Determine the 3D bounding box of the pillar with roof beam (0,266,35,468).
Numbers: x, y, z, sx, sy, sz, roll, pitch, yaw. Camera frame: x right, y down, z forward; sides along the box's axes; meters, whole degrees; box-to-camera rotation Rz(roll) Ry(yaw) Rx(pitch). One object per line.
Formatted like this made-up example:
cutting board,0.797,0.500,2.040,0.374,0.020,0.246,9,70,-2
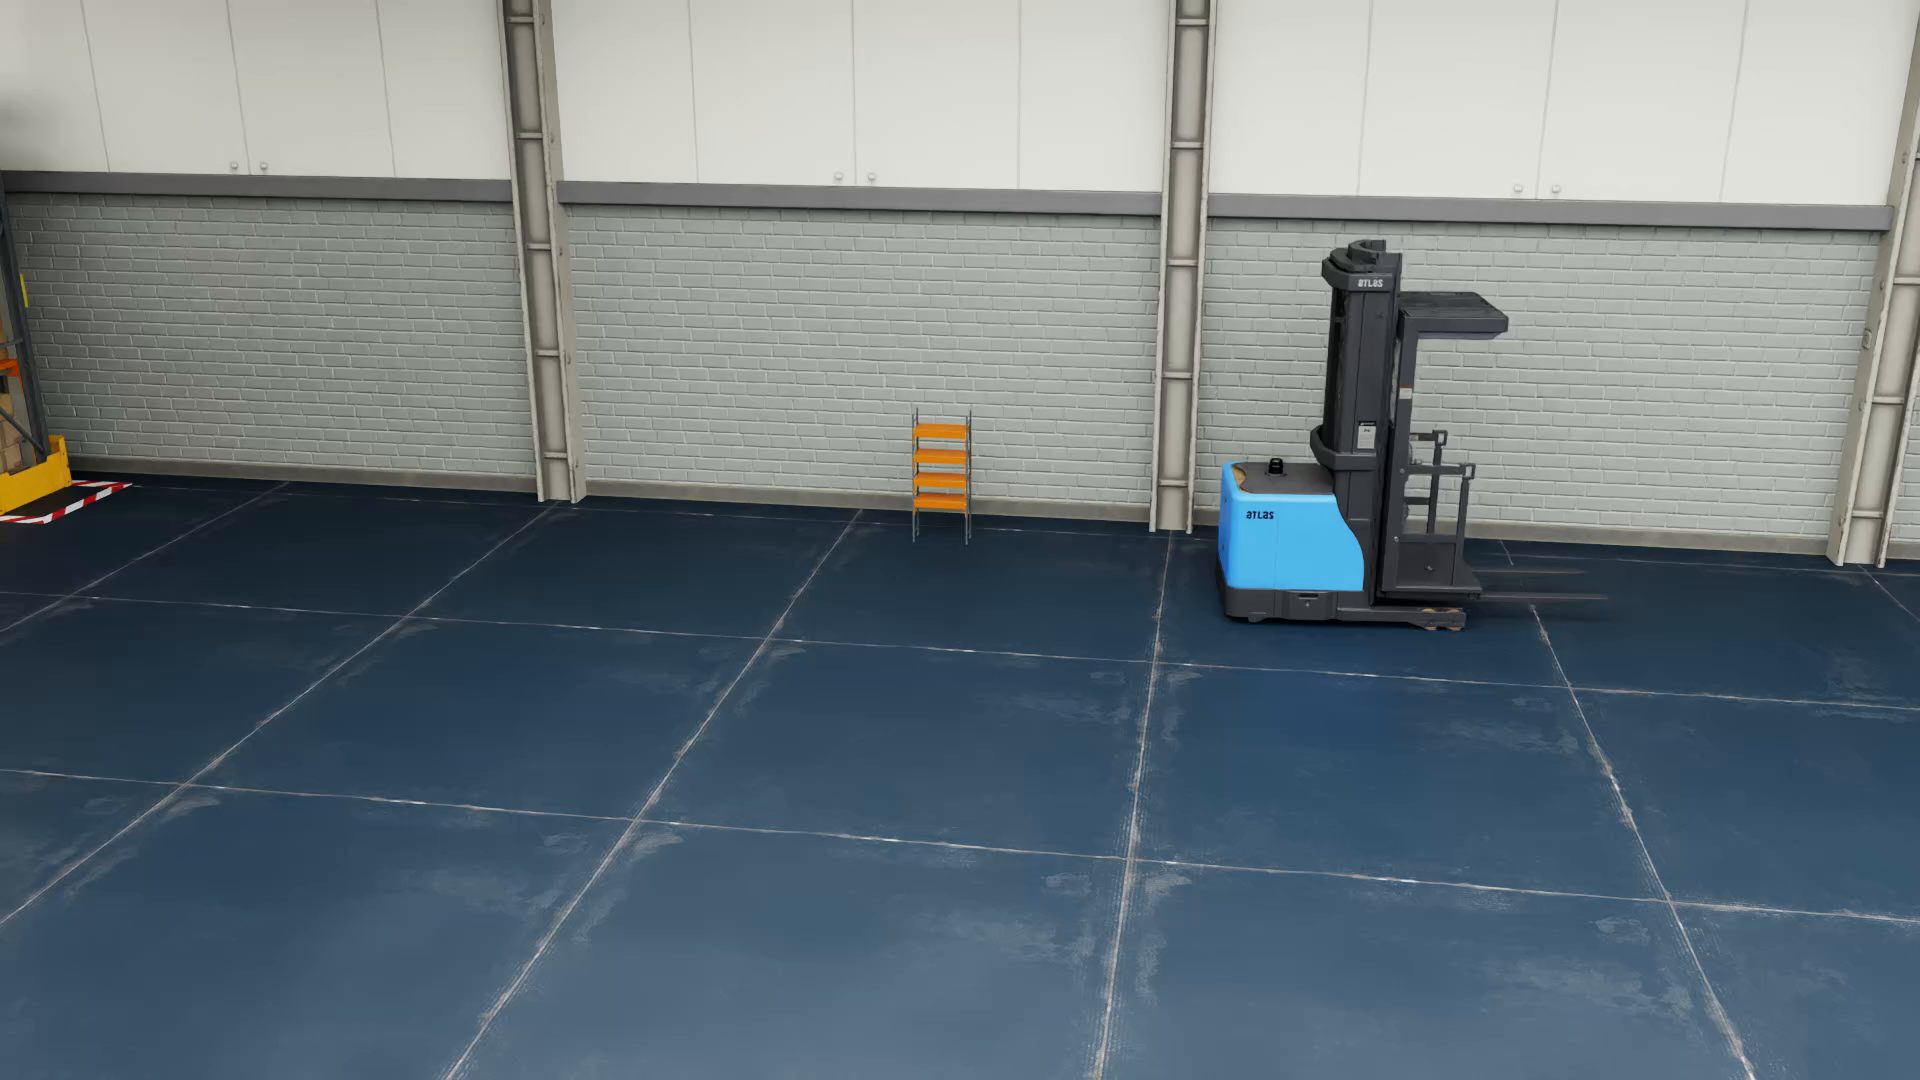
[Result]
pillar with roof beam,-10.549,-3.641,11.950,0.400,9.000,9.100,3,19,9

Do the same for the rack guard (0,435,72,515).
rack guard,-9.298,-0.641,16.377,0.348,0.500,1.175,3,19,9

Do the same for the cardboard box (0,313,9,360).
cardboard box,-9.766,-1.987,16.303,0.500,0.500,0.500,4,19,10

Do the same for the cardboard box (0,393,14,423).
cardboard box,-9.766,-1.280,16.445,0.500,0.250,0.500,3,19,8

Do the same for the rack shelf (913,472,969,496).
rack shelf,-0.163,-0.514,15.106,0.480,0.148,0.258,3,19,9

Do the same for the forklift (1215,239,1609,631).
forklift,3.648,-0.849,13.170,3.031,2.935,1.130,1,19,3

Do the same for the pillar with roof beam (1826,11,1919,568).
pillar with roof beam,7.224,-2.735,9.243,0.400,9.000,9.100,3,19,9

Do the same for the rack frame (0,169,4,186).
rack frame,-9.321,-4.672,15.033,0.127,3.000,1.000,3,19,9

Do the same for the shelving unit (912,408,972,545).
shelving unit,-0.163,-0.577,15.084,0.503,1.200,0.258,3,19,9

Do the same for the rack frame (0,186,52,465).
rack frame,-9.321,-1.827,15.984,0.127,3.000,1.000,3,19,9

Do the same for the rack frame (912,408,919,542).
rack frame,-0.404,-0.590,15.121,0.015,1.200,0.240,3,19,9

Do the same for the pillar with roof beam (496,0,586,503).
pillar with roof beam,-4.625,-3.339,11.048,0.400,9.000,9.100,3,19,9

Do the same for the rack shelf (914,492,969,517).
rack shelf,-0.163,-0.325,15.169,0.480,0.148,0.258,3,19,9

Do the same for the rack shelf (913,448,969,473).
rack shelf,-0.163,-0.726,15.035,0.480,0.148,0.258,3,19,9

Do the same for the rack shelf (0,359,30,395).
rack shelf,-11.296,-1.587,16.399,4.000,0.370,1.077,3,19,9

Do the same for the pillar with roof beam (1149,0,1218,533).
pillar with roof beam,1.300,-3.037,10.145,0.400,9.000,9.100,3,19,9

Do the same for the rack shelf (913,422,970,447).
rack shelf,-0.163,-0.950,14.960,0.480,0.148,0.258,3,19,9

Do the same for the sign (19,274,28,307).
sign,-9.227,-2.449,16.353,0.005,0.325,0.100,3,19,9

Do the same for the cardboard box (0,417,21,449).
cardboard box,-9.753,-1.048,16.540,0.500,0.250,0.500,3,19,10

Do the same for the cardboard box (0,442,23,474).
cardboard box,-9.775,-0.809,16.611,0.500,0.250,0.500,3,19,9

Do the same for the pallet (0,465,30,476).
pallet,-10.083,-0.531,16.503,1.213,0.211,1.003,3,19,9

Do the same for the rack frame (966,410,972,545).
rack frame,0.077,-0.565,15.048,0.015,1.200,0.240,3,19,9
